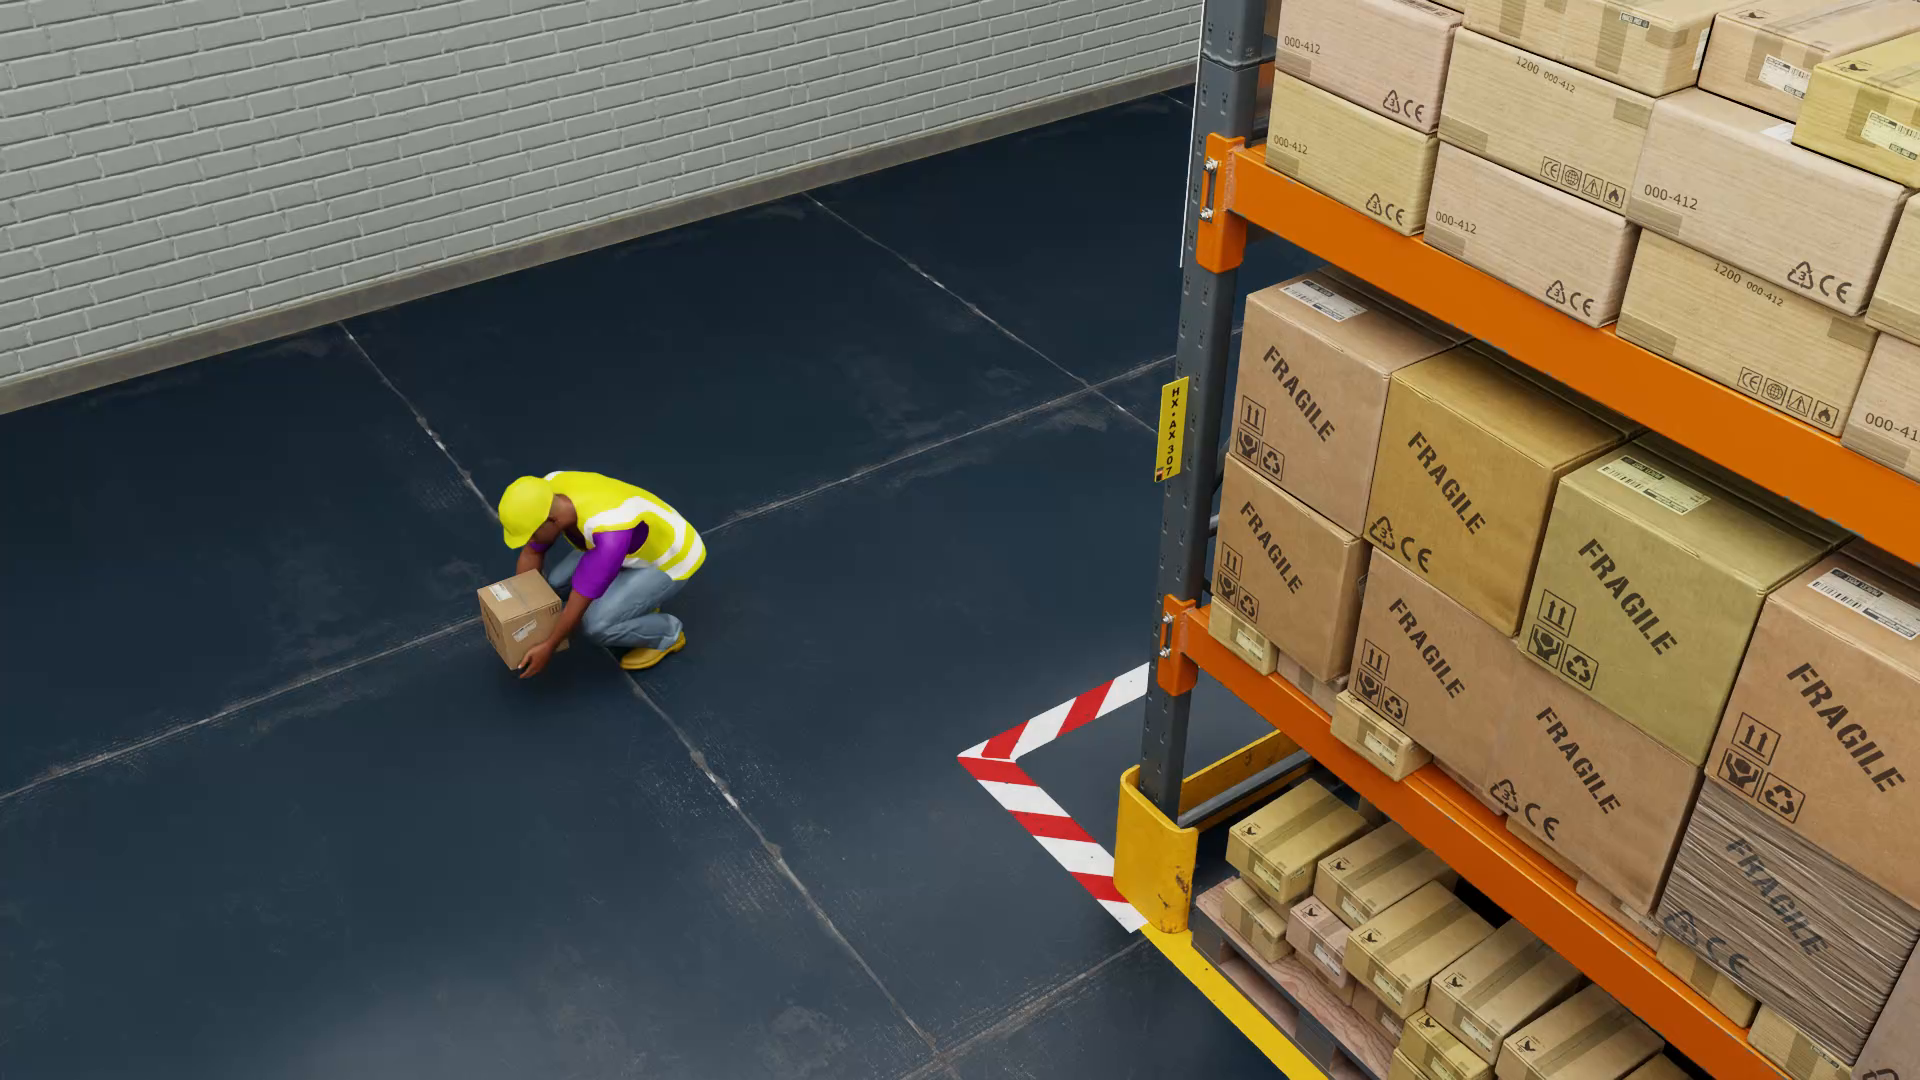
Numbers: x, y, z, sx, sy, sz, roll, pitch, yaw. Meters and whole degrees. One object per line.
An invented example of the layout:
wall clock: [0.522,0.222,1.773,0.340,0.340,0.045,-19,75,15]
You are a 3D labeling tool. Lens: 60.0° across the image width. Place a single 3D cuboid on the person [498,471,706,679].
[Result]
person: [-1.461,0.074,6.685,0.881,0.999,0.586,-23,42,-28]
